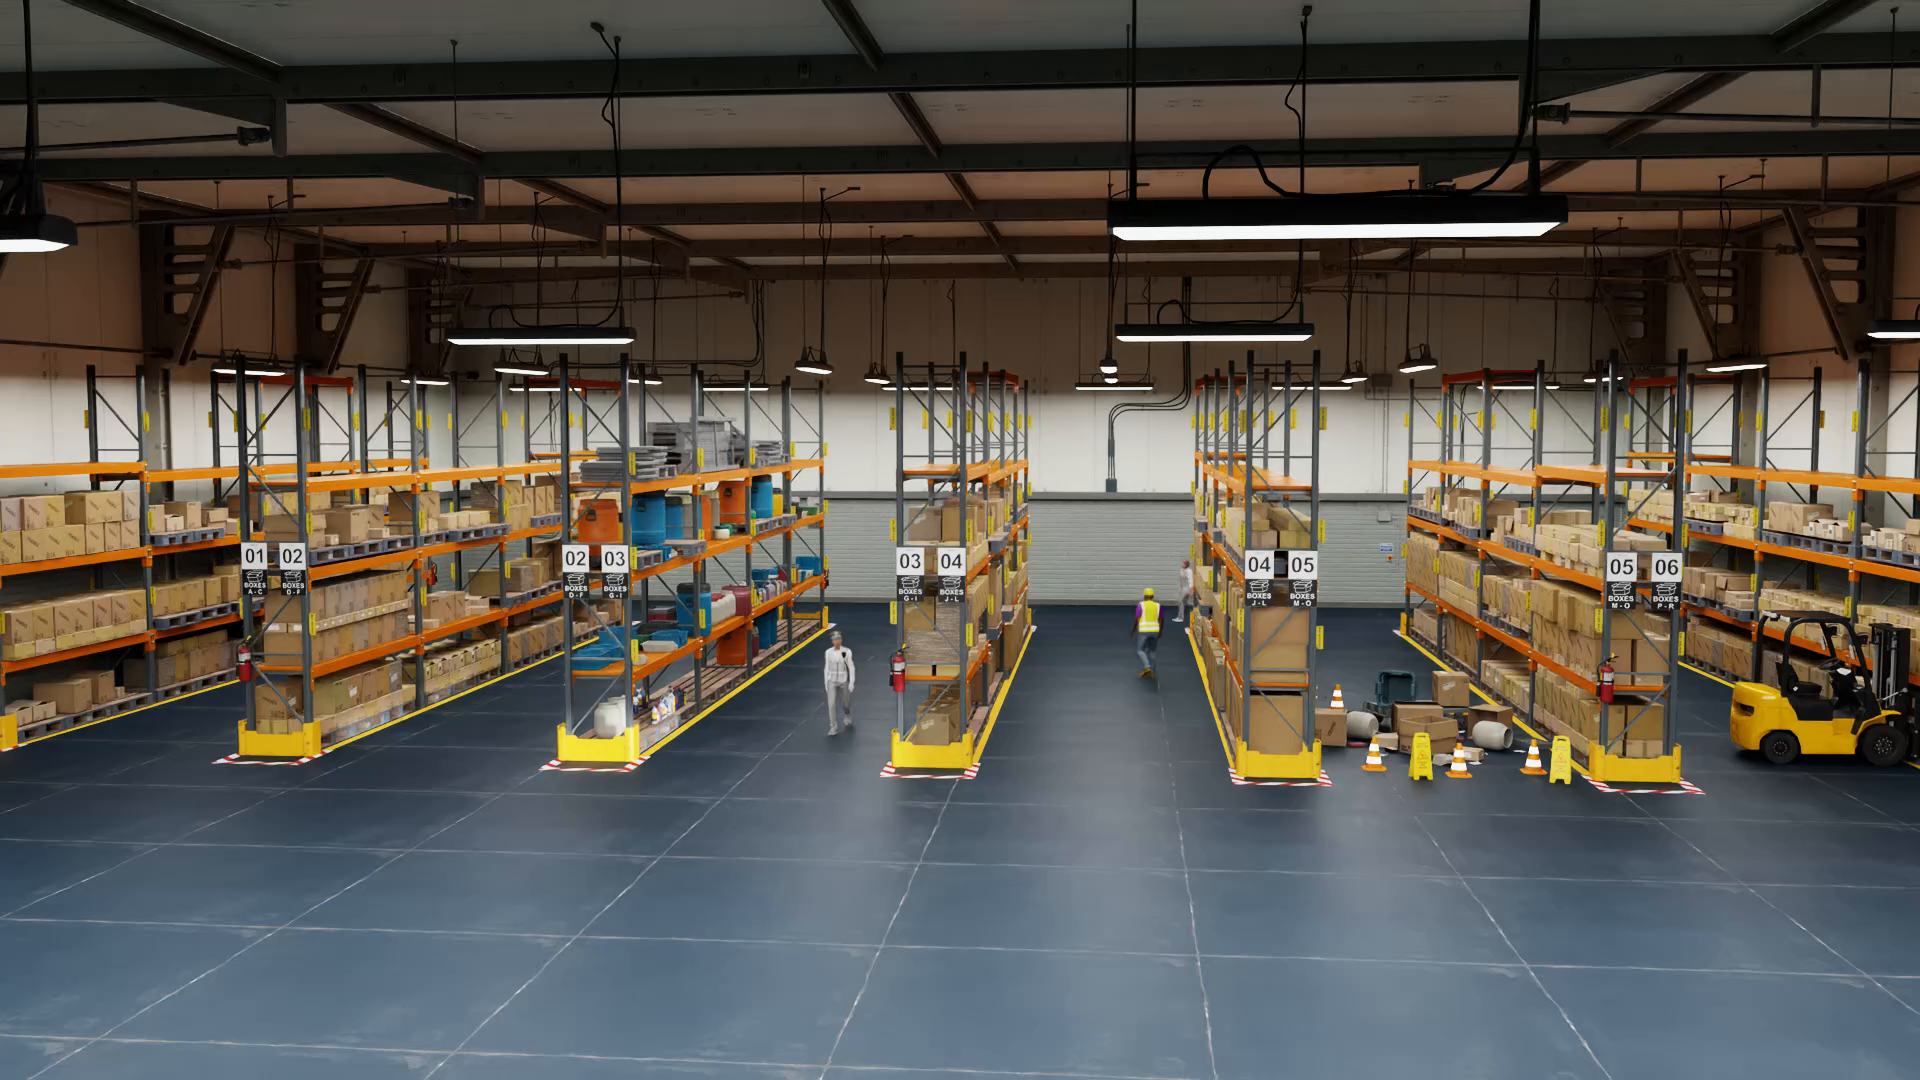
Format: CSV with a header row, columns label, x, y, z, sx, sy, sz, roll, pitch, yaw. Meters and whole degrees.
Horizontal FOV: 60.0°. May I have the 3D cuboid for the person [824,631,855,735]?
label,x,y,z,sx,sy,sz,roll,pitch,yaw
person,-1.934,2.263,26.765,0.493,1.643,0.831,0,4,3

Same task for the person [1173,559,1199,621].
label,x,y,z,sx,sy,sz,roll,pitch,yaw
person,5.716,1.252,41.583,0.819,1.564,0.413,0,4,1

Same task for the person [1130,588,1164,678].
label,x,y,z,sx,sy,sz,roll,pitch,yaw
person,3.706,1.825,32.612,0.645,1.741,0.649,-1,4,-18
